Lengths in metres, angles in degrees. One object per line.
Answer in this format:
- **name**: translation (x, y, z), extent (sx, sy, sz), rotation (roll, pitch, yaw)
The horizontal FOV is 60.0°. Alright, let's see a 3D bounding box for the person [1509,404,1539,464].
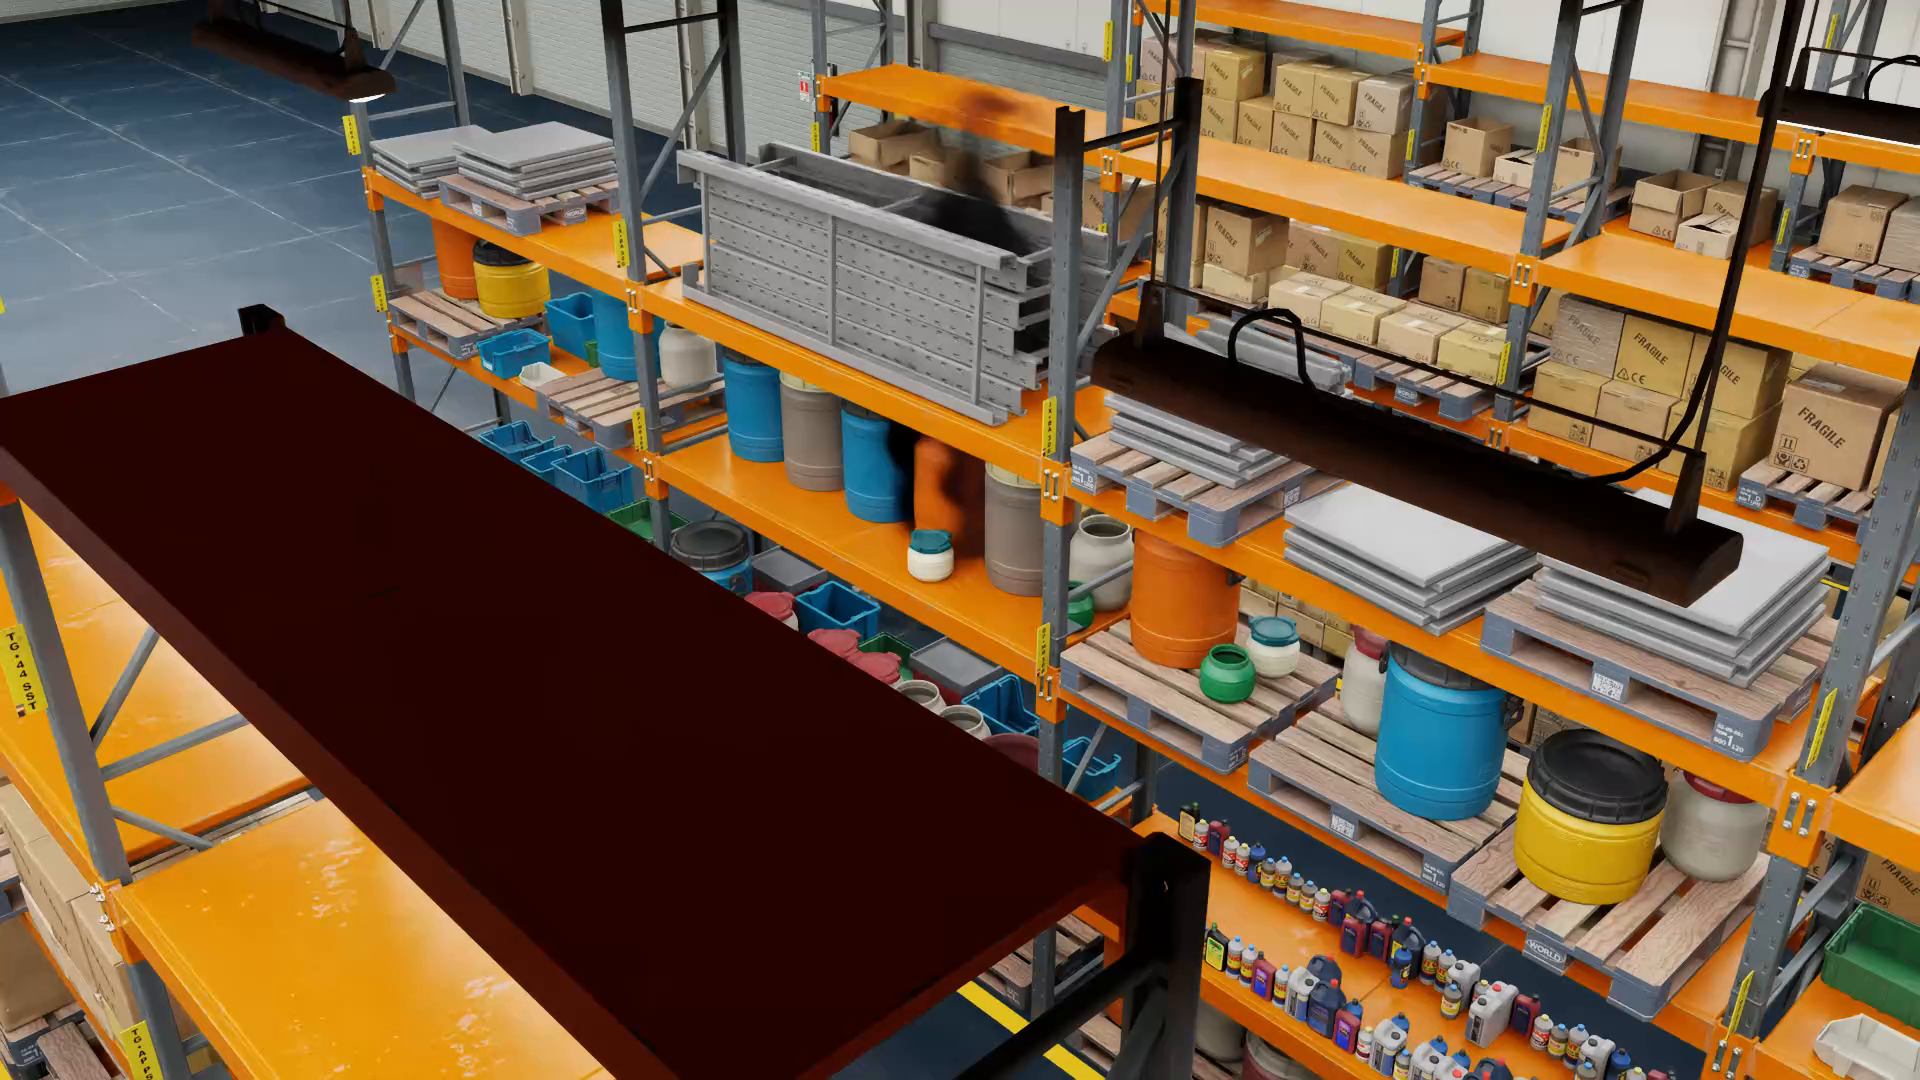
- **person**: translation (5.453, -0.655, 16.266), extent (0.578, 1.746, 0.665), rotation (22, 35, 35)

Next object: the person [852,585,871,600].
- **person**: translation (-0.666, -0.055, 15.155), extent (0.882, 1.698, 0.560), rotation (14, 31, 24)
